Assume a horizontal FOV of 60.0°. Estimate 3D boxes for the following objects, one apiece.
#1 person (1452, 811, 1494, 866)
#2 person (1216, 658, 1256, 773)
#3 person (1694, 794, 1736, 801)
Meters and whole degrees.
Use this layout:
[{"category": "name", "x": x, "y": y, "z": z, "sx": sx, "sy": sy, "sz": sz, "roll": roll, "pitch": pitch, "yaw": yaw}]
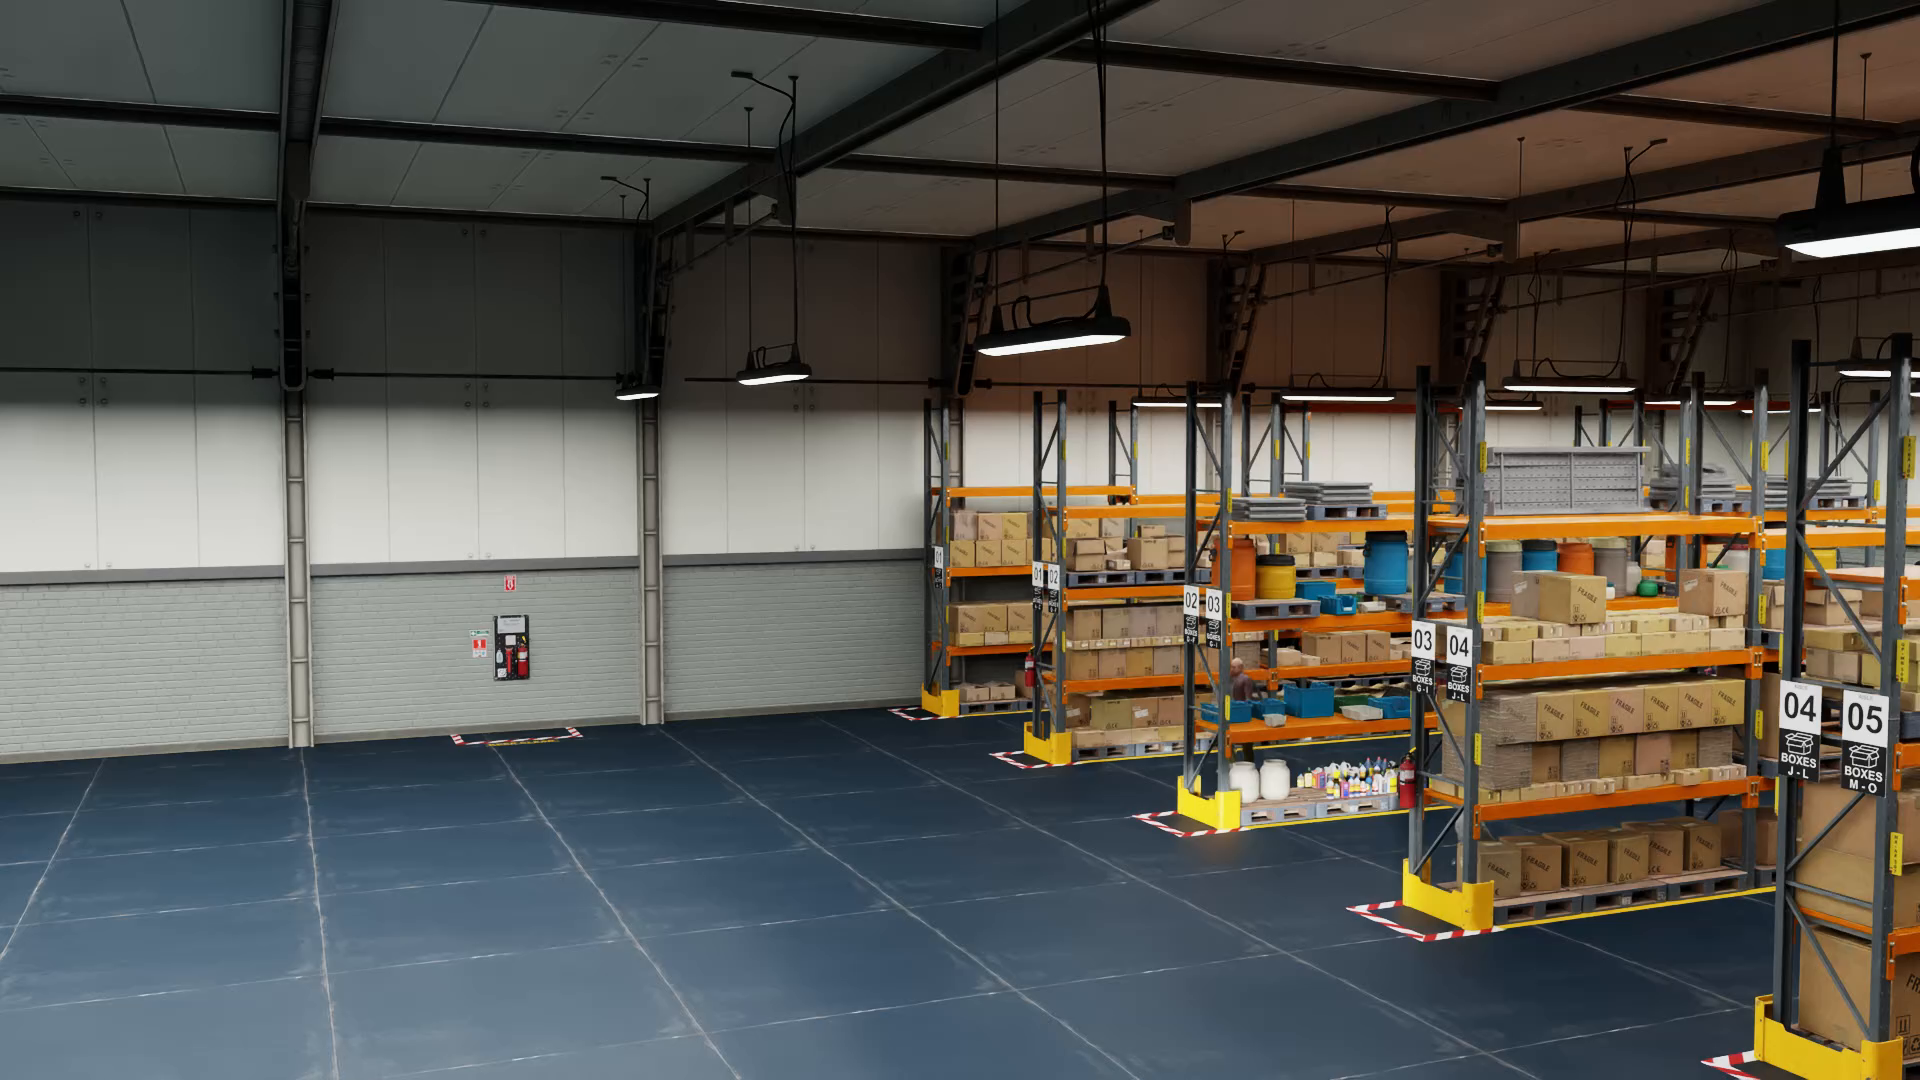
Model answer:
[{"category": "person", "x": 6.293, "y": 3.162, "z": 20.383, "sx": 0.731, "sy": 1.723, "sz": 0.701, "roll": 0, "pitch": 3, "yaw": -5}, {"category": "person", "x": 4.360, "y": 2.756, "z": 26.077, "sx": 0.675, "sy": 1.820, "sz": 0.636, "roll": -2, "pitch": 4, "yaw": -34}, {"category": "person", "x": 10.854, "y": 2.987, "z": 23.898, "sx": 1.009, "sy": 1.502, "sz": 0.387, "roll": -2, "pitch": 4, "yaw": -31}]
